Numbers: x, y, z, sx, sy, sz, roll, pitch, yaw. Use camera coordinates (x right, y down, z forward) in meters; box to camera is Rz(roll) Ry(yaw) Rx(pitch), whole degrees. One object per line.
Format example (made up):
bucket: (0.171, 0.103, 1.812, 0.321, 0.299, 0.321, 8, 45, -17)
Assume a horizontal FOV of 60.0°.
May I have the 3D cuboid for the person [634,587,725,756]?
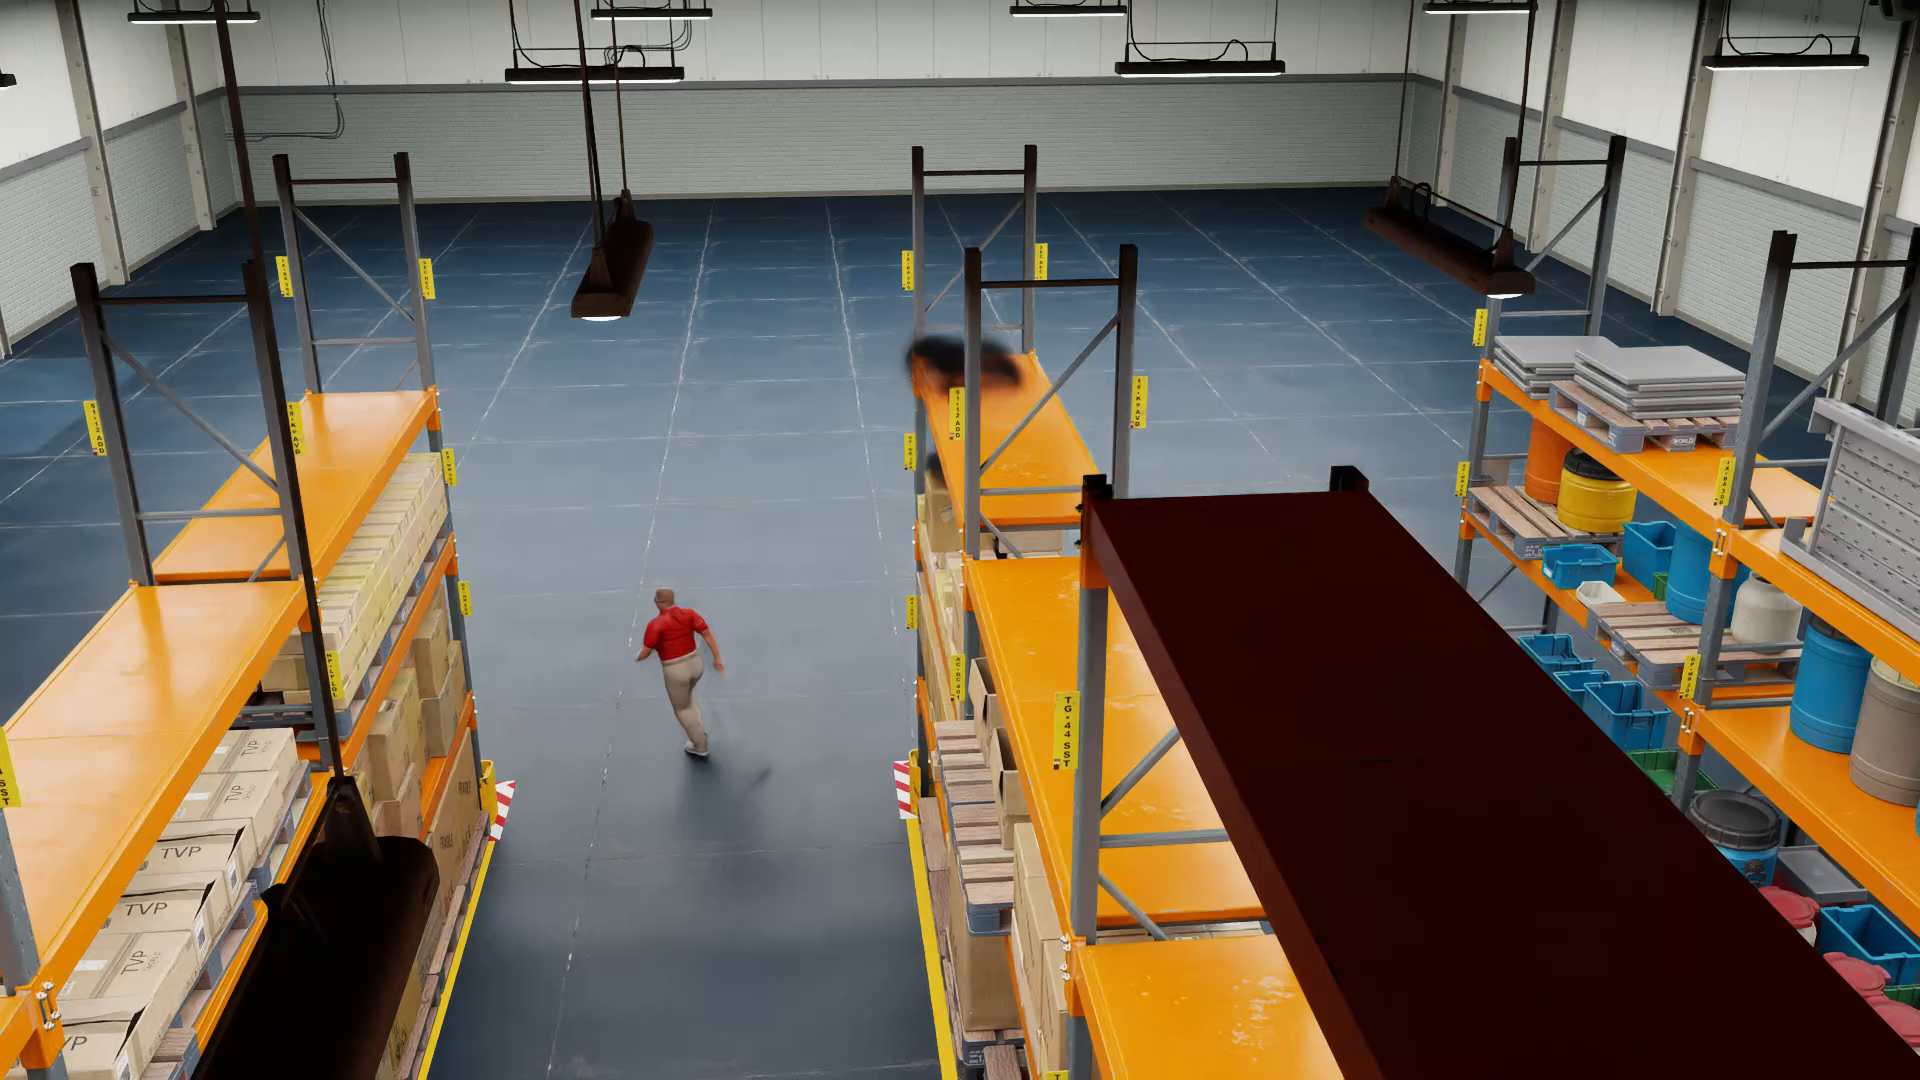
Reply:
person: (-2.770, 1.246, 16.184, 0.818, 1.673, 0.651, 20, 29, 41)
